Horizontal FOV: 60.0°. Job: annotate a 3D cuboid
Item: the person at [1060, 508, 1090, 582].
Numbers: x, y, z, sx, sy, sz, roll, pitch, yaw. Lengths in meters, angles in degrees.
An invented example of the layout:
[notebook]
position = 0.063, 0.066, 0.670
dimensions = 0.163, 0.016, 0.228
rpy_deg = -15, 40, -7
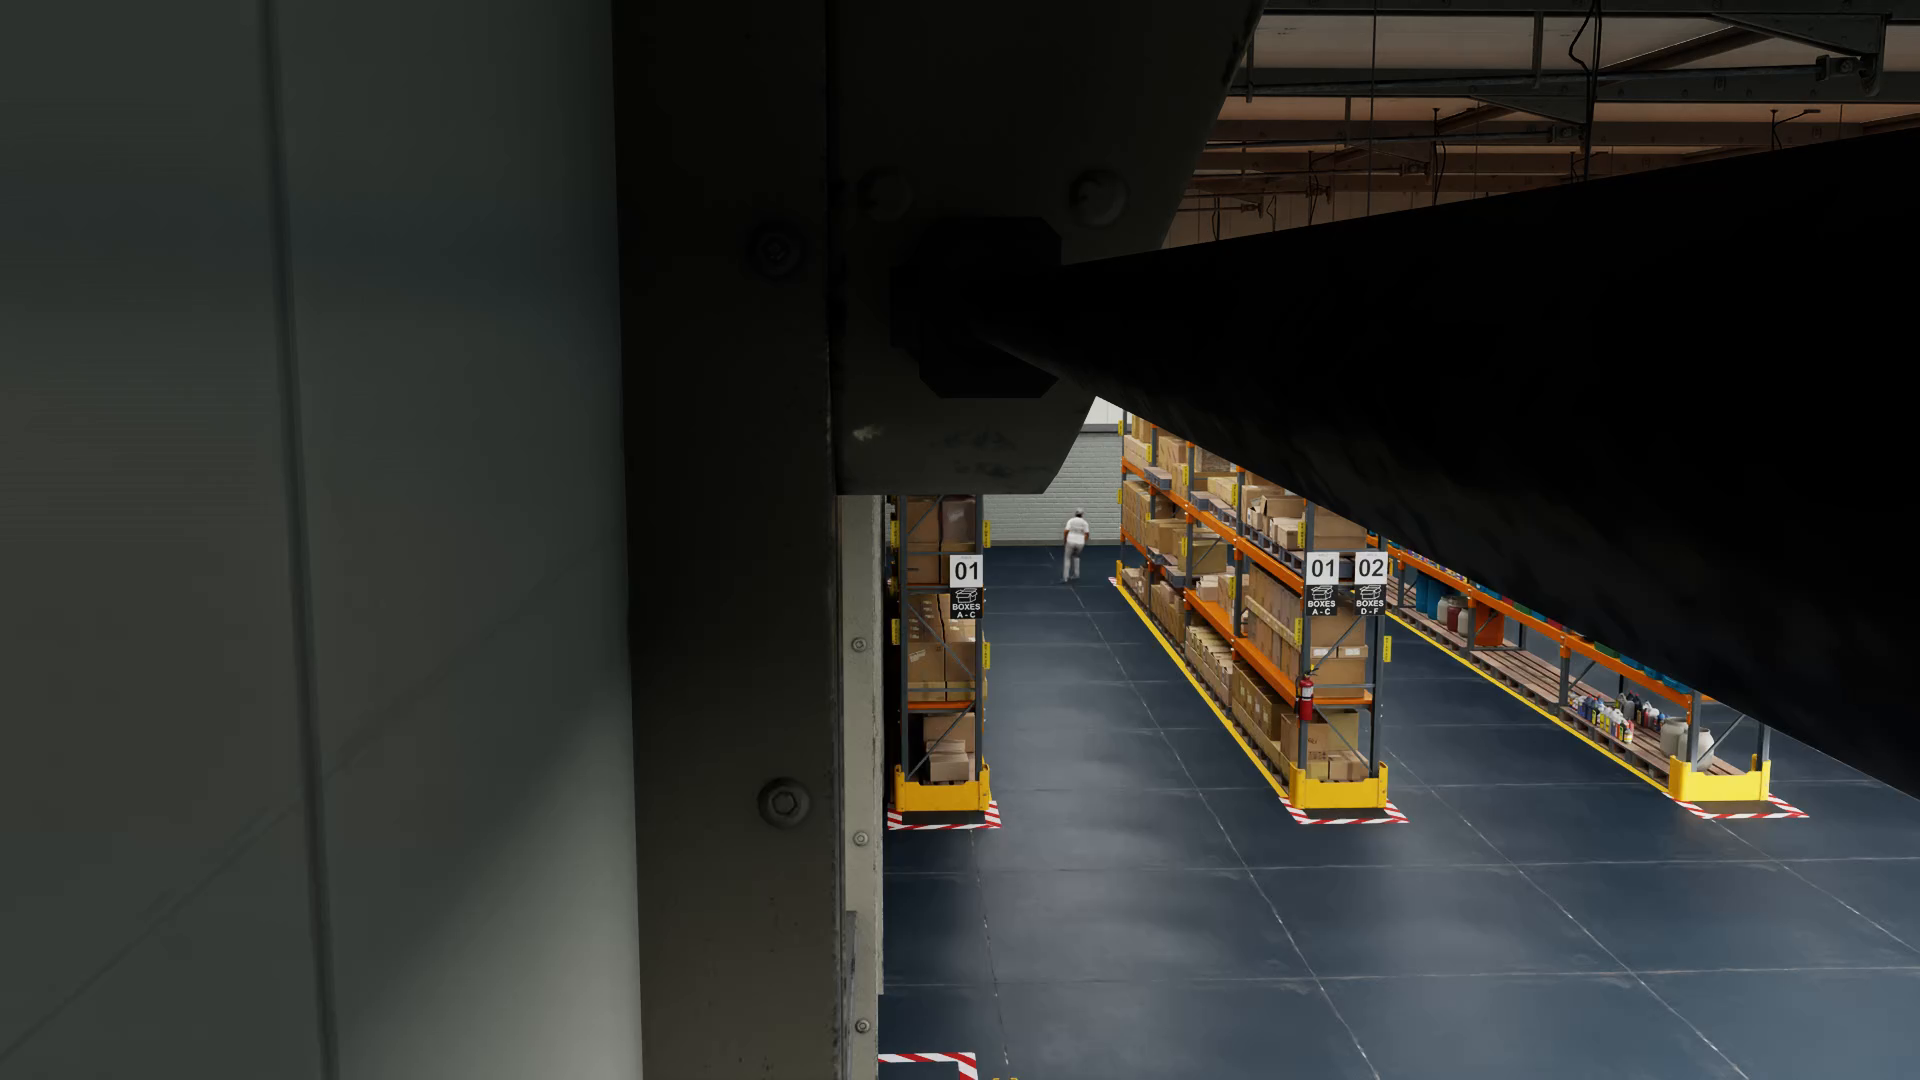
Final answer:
[person]
position = 2.530, 0.100, 36.881
dimensions = 0.658, 1.626, 0.490
rpy_deg = -2, 9, -15
